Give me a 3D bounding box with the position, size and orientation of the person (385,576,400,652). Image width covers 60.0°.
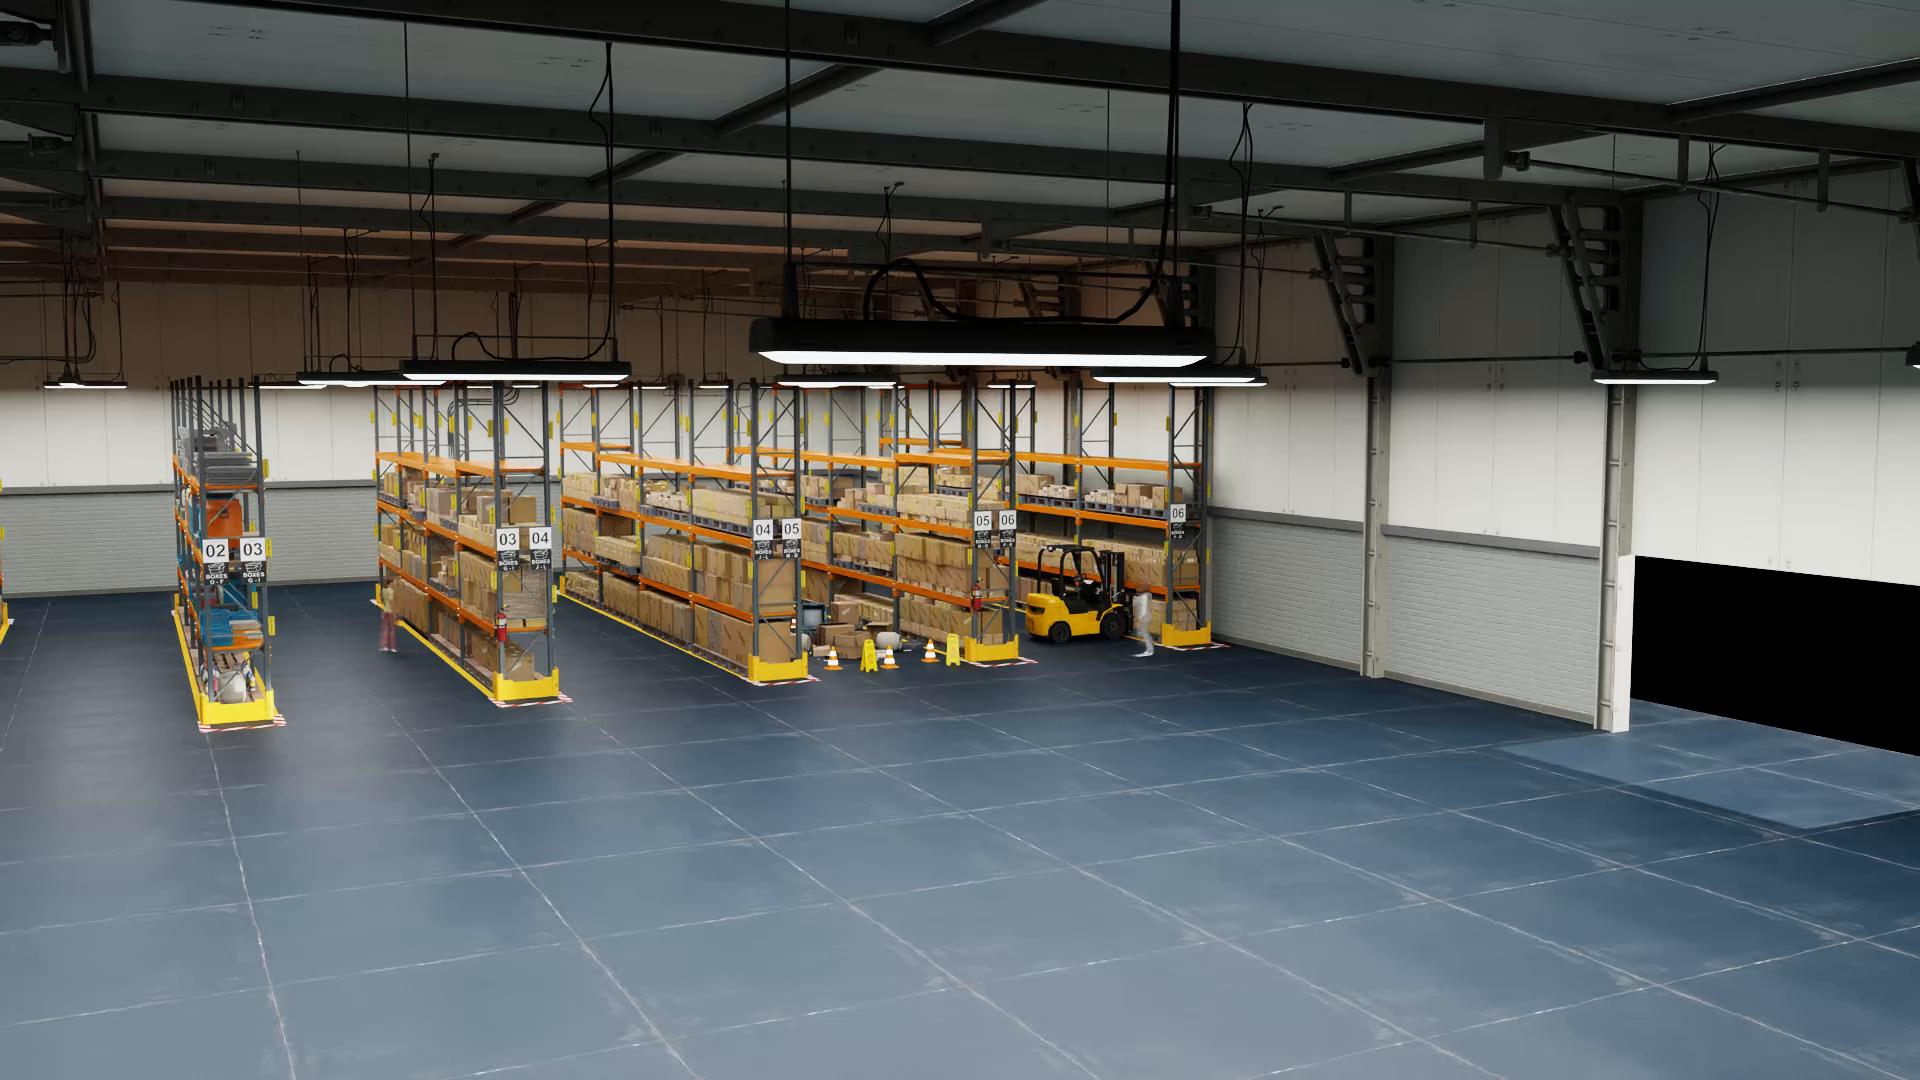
[{"bbox_3d":[-12.497,1.624,36.639,0.452,1.679,0.339,4,7,41],"label":"person"}]

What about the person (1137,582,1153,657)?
[{"bbox_3d":[4.013,1.722,36.086,0.368,1.616,0.478,0,5,-1],"label":"person"}]
